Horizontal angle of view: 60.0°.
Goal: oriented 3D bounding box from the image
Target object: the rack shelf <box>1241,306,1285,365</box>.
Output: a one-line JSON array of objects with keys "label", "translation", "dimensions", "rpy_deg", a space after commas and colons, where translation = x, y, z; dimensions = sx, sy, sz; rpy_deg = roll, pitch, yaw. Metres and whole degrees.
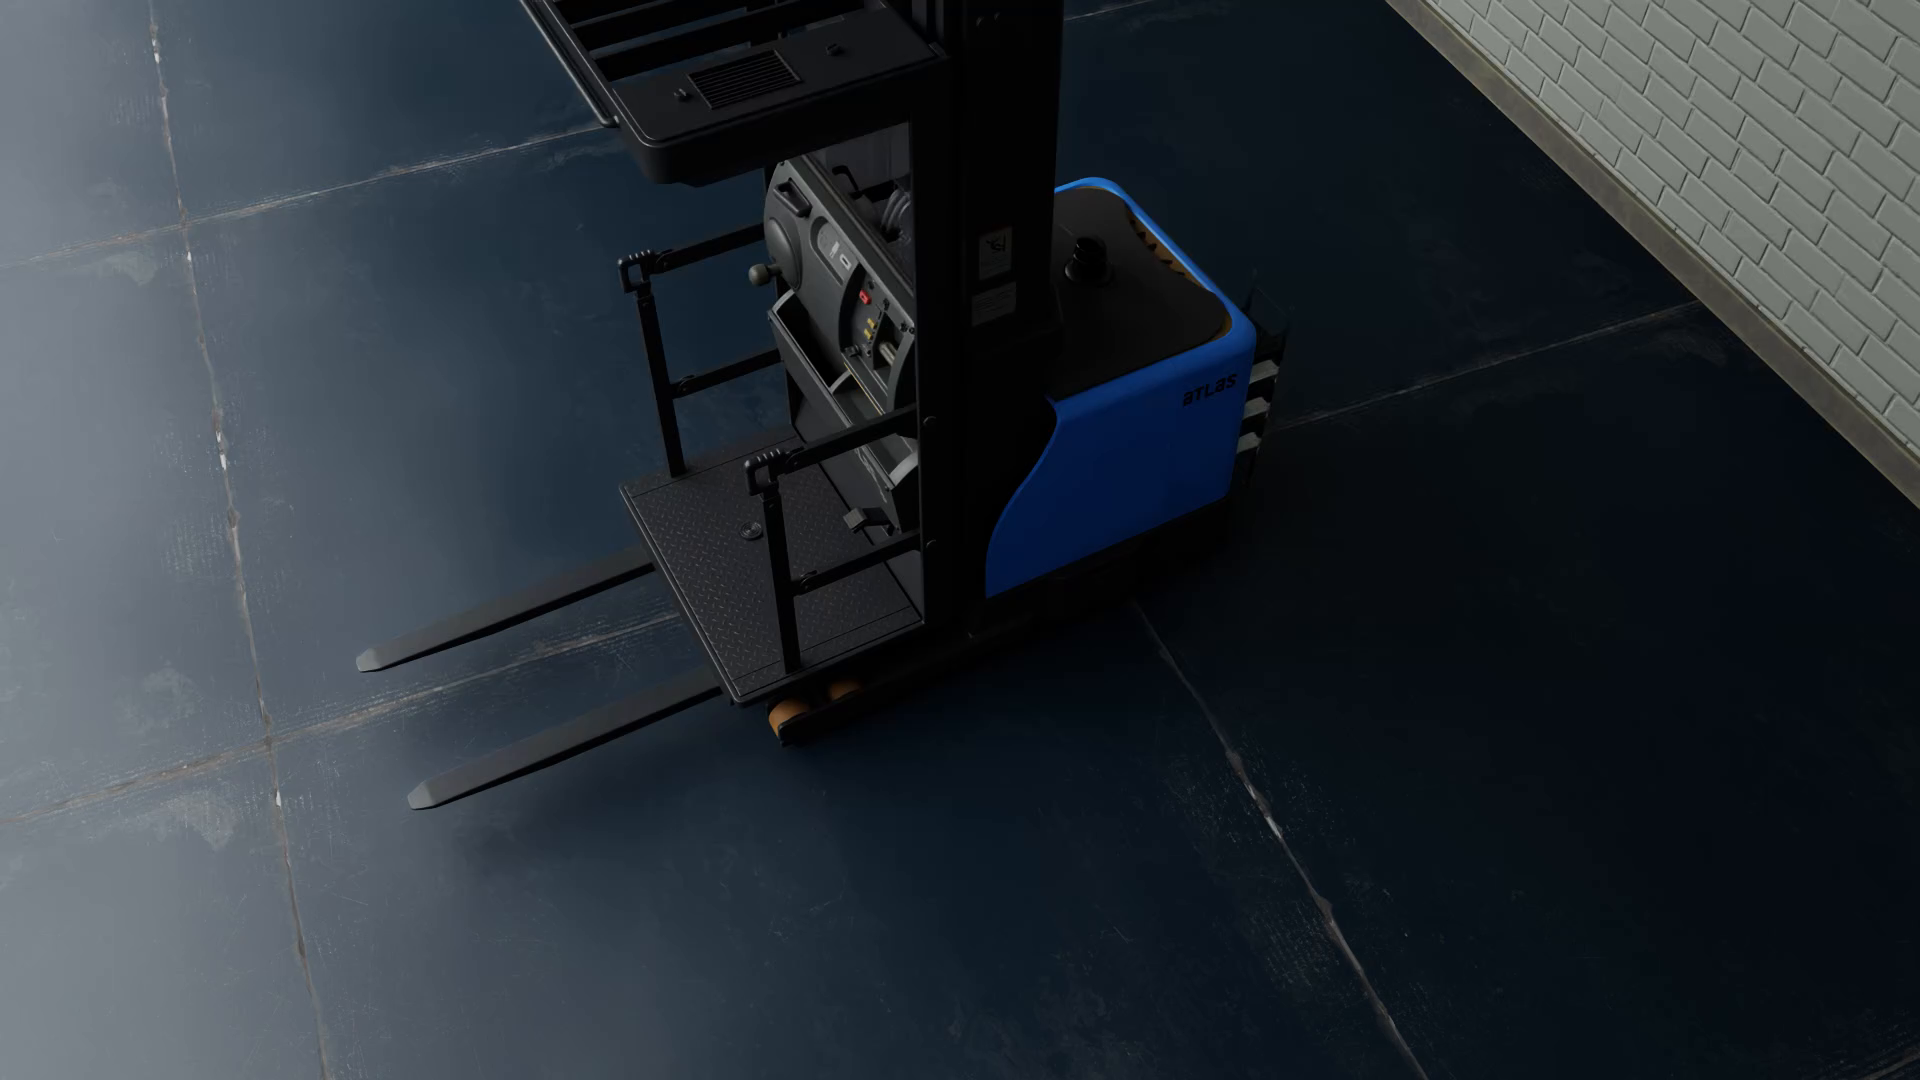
[{"label": "rack shelf", "translation": [1.000, -0.705, 5.944], "dimensions": [0.200, 0.077, 0.258], "rpy_deg": [-20, 52, -21]}]

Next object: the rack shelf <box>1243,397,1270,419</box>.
[{"label": "rack shelf", "translation": [0.987, -0.524, 6.144], "dimensions": [0.200, 0.077, 0.258], "rpy_deg": [-20, 52, -21]}]

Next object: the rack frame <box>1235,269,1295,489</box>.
[{"label": "rack frame", "translation": [1.077, -0.580, 6.155], "dimensions": [0.006, 0.900, 0.240], "rpy_deg": [-20, 52, -21]}]

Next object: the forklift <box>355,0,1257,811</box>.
[{"label": "forklift", "translation": [-0.551, -0.729, 4.944], "dimensions": [3.031, 2.935, 1.130], "rpy_deg": [-22, 53, -18]}]

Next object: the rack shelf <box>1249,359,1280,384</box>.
[{"label": "rack shelf", "translation": [0.996, -0.645, 6.011], "dimensions": [0.200, 0.077, 0.258], "rpy_deg": [-20, 52, -21]}]

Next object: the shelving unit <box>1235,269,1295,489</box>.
[{"label": "shelving unit", "translation": [0.988, -0.547, 6.119], "dimensions": [0.210, 0.900, 0.258], "rpy_deg": [-20, 52, -21]}]

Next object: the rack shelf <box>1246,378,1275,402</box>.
[{"label": "rack shelf", "translation": [0.991, -0.585, 6.077], "dimensions": [0.200, 0.077, 0.258], "rpy_deg": [-20, 52, -21]}]

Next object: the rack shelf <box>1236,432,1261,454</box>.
[{"label": "rack shelf", "translation": [0.978, -0.403, 6.277], "dimensions": [0.200, 0.077, 0.258], "rpy_deg": [-20, 52, -21]}]

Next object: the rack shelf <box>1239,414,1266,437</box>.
[{"label": "rack shelf", "translation": [0.982, -0.464, 6.210], "dimensions": [0.200, 0.077, 0.258], "rpy_deg": [-20, 52, -21]}]
